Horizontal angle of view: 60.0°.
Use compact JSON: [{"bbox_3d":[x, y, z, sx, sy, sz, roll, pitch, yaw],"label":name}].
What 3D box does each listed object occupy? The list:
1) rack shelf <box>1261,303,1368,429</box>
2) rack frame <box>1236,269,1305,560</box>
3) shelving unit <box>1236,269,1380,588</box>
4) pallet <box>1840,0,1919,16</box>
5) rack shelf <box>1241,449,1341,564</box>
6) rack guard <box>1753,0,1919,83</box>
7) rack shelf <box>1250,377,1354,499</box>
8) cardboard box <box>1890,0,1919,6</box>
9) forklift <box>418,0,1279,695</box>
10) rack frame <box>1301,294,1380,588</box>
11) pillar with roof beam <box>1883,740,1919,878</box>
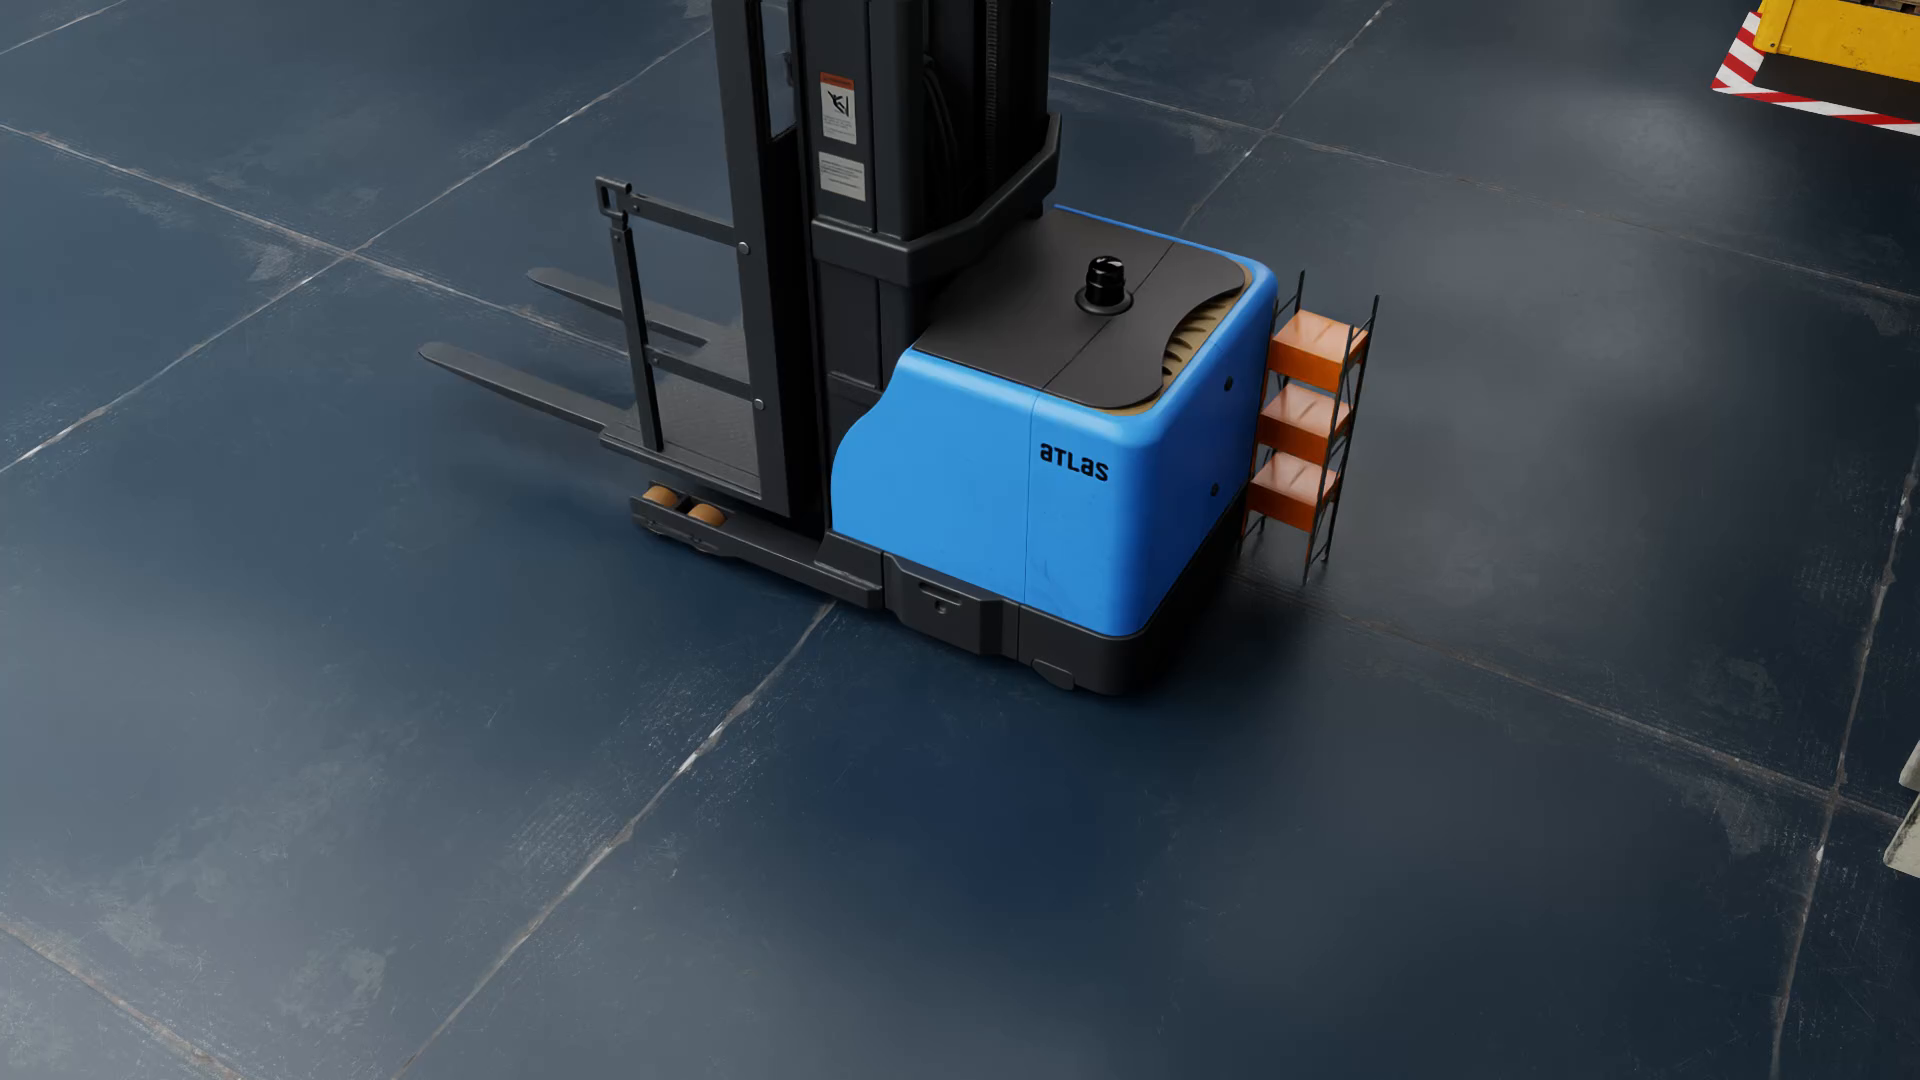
[{"bbox_3d":[1.102,-0.541,5.156,0.240,0.259,0.215,24,47,25],"label":"rack shelf"},{"bbox_3d":[1.001,-0.381,5.388,0.008,1.050,0.200,24,47,25],"label":"rack frame"},{"bbox_3d":[1.102,-0.336,5.337,0.252,1.050,0.215,24,47,25],"label":"shelving unit"},{"bbox_3d":[5.066,-3.009,9.007,1.003,0.211,1.213,21,45,22],"label":"pallet"},{"bbox_3d":[1.102,-0.119,5.528,0.240,0.259,0.215,24,47,25],"label":"rack shelf"},{"bbox_3d":[4.708,-2.652,8.383,1.175,0.500,0.348,21,45,22],"label":"rack guard"},{"bbox_3d":[1.102,-0.328,5.344,0.240,0.259,0.215,24,47,25],"label":"rack shelf"},{"bbox_3d":[5.135,-2.946,8.588,0.500,0.250,0.500,21,46,22],"label":"cardboard box"},{"bbox_3d":[-0.547,-1.338,5.052,3.031,2.935,1.130,21,45,22],"label":"forklift"},{"bbox_3d":[1.203,-0.291,5.286,0.008,1.050,0.200,24,47,25],"label":"rack frame"},{"bbox_3d":[-0.881,-3.946,3.422,9.100,9.000,0.400,21,45,22],"label":"pillar with roof beam"}]
